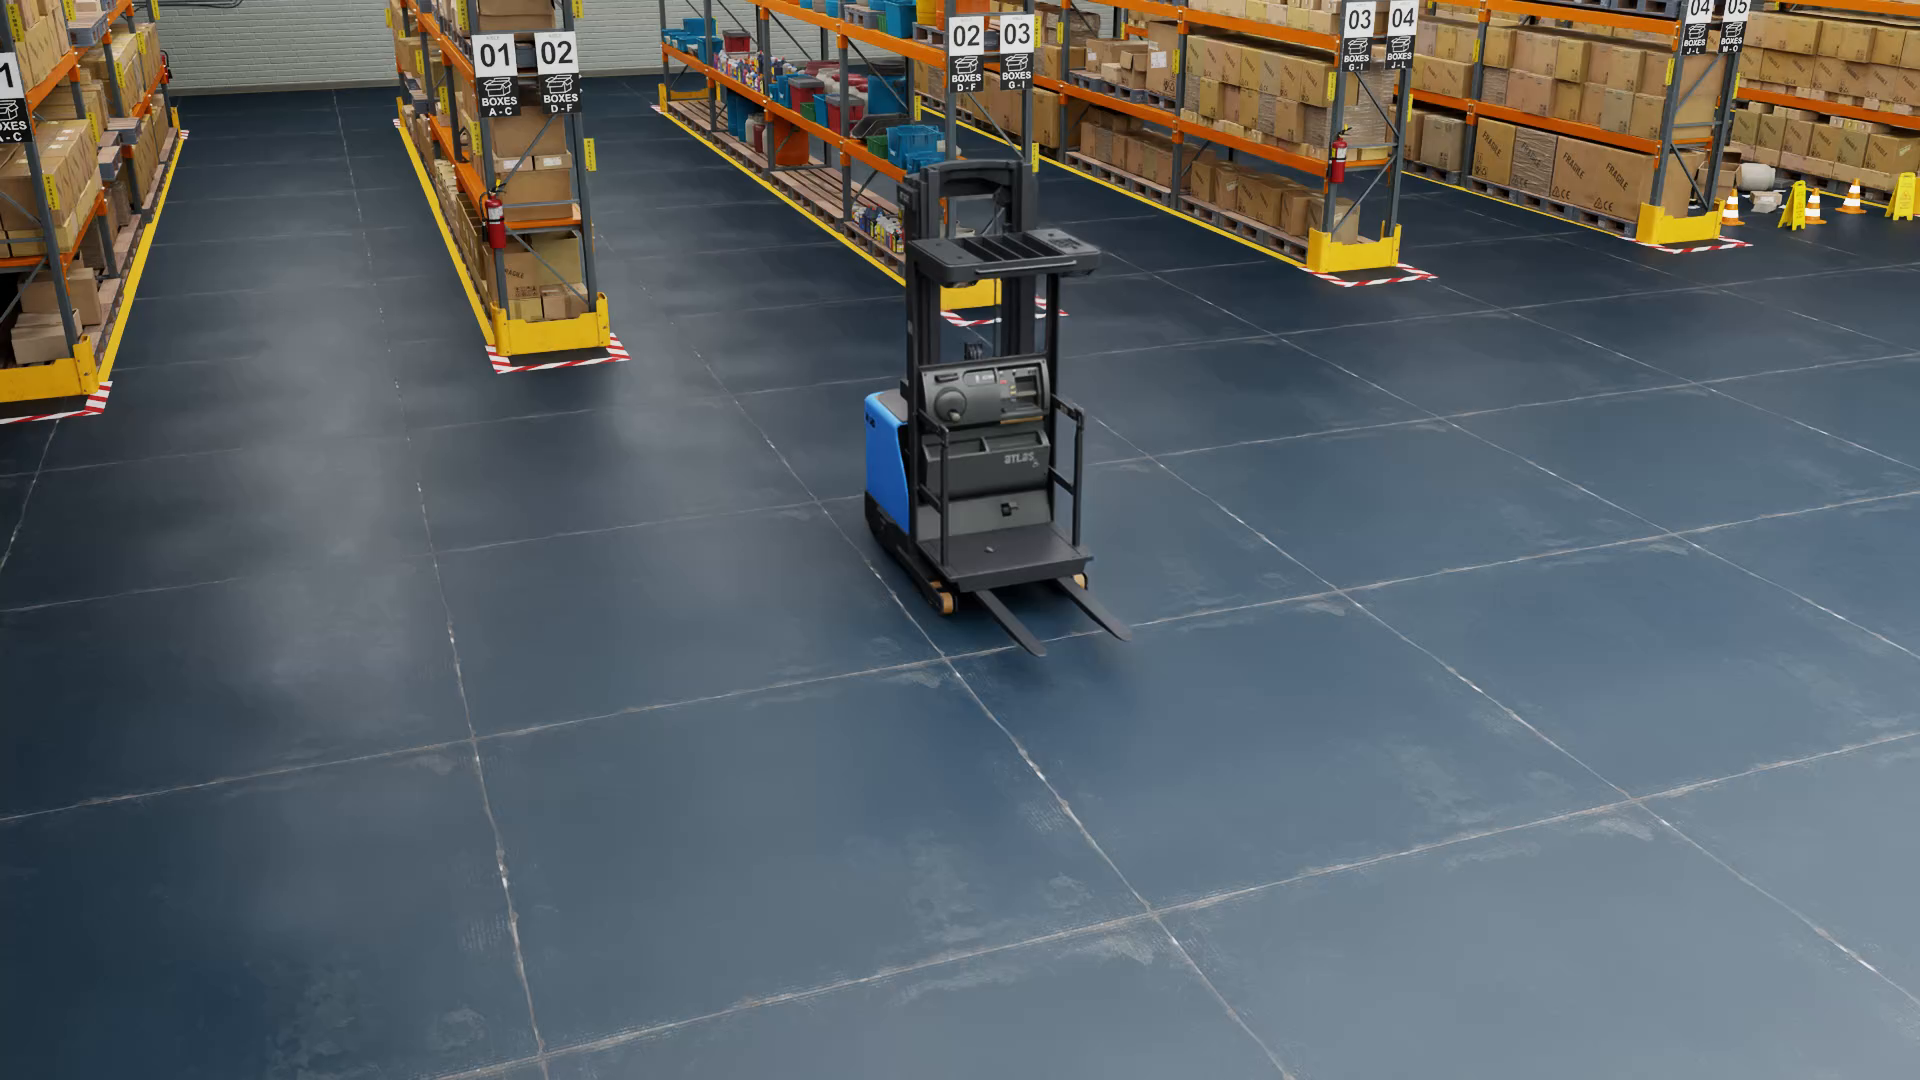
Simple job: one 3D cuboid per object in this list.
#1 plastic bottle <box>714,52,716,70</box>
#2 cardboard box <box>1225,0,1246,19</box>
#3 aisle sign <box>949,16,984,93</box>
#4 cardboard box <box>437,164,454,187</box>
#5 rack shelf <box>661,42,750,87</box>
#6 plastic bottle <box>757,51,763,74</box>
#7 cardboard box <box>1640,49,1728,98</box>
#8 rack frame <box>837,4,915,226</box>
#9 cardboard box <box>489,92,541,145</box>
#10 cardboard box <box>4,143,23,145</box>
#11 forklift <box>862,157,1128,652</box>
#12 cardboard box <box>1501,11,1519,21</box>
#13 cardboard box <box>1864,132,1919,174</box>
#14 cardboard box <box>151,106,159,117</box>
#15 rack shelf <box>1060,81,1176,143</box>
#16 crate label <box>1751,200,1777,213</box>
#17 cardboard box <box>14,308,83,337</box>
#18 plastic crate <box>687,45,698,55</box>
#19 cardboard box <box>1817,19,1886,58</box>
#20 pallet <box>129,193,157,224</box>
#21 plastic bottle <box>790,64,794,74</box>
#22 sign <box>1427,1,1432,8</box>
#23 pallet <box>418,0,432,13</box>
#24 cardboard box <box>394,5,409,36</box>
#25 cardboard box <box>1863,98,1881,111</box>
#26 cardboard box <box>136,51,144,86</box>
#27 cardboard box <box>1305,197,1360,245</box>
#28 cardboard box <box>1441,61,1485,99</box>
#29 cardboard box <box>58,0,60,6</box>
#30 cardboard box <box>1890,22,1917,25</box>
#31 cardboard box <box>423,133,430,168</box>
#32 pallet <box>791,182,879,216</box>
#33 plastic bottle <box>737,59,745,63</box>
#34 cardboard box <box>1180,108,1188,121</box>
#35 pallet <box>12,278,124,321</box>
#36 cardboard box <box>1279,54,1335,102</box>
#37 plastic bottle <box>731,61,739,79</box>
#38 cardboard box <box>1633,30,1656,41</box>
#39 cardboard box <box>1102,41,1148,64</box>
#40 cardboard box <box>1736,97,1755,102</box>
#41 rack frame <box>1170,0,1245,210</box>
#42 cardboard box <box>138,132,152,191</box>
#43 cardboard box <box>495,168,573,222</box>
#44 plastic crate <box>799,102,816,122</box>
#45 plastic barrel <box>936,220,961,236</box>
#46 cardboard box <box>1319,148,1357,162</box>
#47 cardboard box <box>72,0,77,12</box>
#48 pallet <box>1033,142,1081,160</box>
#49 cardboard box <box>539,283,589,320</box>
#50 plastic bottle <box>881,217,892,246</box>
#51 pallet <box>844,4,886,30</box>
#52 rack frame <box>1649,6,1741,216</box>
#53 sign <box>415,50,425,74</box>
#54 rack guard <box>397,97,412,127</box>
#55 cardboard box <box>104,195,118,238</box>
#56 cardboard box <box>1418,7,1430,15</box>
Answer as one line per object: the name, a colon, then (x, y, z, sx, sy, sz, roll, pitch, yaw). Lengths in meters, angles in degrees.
plastic bottle: (-4.186, -8.230, 28.564, 0.061, 0.283, 0.133, -8, 24, -19)
cardboard box: (3.820, -6.989, 21.801, 0.500, 0.250, 0.500, -9, 25, -21)
aisle sign: (0.070, -5.246, 17.988, 0.394, 0.787, 0.004, -8, 24, -19)
cardboard box: (-7.035, -5.108, 23.285, 0.500, 0.311, 0.500, -9, 24, -20)
rack shelf: (-4.623, -8.871, 30.860, 1.077, 0.370, 4.000, -8, 24, -19)
plastic bottle: (-3.355, -8.077, 28.114, 0.144, 0.351, 0.185, -8, 24, -19)
cardboard box: (9.537, -6.145, 21.885, 0.875, 0.550, 0.550, -8, 24, -19)
rack frame: (-1.090, -5.569, 22.100, 1.000, 3.000, 0.127, -8, 24, -19)
cardboard box: (-4.675, -4.462, 17.675, 0.700, 0.500, 0.500, -9, 24, -20)
cardboard box: (-10.038, -3.925, 17.403, 0.500, 0.500, 0.500, -8, 24, -18)
forklift: (0.233, -1.037, 11.436, 1.130, 2.935, 3.031, -8, 24, -19)
cardboard box: (10.616, -10.087, 31.403, 0.500, 0.500, 0.500, -8, 24, -19)
cardboard box: (13.701, -5.682, 24.402, 0.500, 0.500, 0.500, -8, 24, -19)
cardboard box: (-13.488, -7.082, 27.532, 0.380, 0.149, 0.250, -9, 24, -20)
rack shelf: (2.837, -6.643, 25.576, 1.077, 0.370, 4.000, -8, 24, -19)
crate label: (11.615, -4.816, 24.000, 0.298, 0.136, 0.250, 18, 29, 36)
cardboard box: (-9.307, -2.190, 16.980, 0.500, 0.311, 0.500, -6, 24, -15)
plastic crate: (-4.813, -8.973, 30.439, 0.293, 0.136, 0.466, -8, 24, -19)
cardboard box: (13.348, -7.510, 24.908, 0.700, 0.500, 0.500, -9, 24, -19)
pallet: (-11.980, -4.675, 23.569, 1.003, 0.211, 1.213, -8, 24, -19)
plastic bottle: (-2.719, -7.596, 27.060, 0.061, 0.283, 0.133, -8, 24, -19)
sign: (9.470, -10.873, 33.469, 0.100, 0.325, 0.005, -8, 24, -19)
pallet: (-6.815, -7.405, 22.837, 1.213, 0.211, 1.003, -7, 24, -17)
cardboard box: (-9.510, -9.004, 28.835, 0.500, 0.500, 0.500, -9, 24, -19)
cardboard box: (13.512, -6.408, 24.414, 0.380, 0.149, 0.250, -8, 24, -18)
cardboard box: (-12.786, -7.175, 25.374, 0.500, 0.500, 0.500, -9, 24, -20)
cardboard box: (4.752, -4.066, 21.212, 0.500, 0.500, 0.500, -4, 23, -9)
cardboard box: (7.785, -7.091, 25.583, 0.500, 0.500, 0.500, -8, 24, -19)
cardboard box: (-9.928, -5.963, 17.731, 0.500, 0.500, 0.500, -11, 25, -24)
cardboard box: (16.732, -9.097, 29.509, 0.380, 0.149, 0.250, -9, 24, -20)
cardboard box: (-8.062, -6.080, 25.965, 0.500, 0.500, 0.500, -9, 25, -21)
pallet: (-1.839, -5.008, 24.359, 1.003, 0.211, 1.213, -8, 24, -19)
plastic bottle: (-3.640, -7.882, 27.749, 0.152, 0.276, 0.135, -8, 24, -19)
cardboard box: (3.338, -6.013, 23.478, 0.380, 0.149, 0.250, -8, 24, -19)
pallet: (-10.088, -2.685, 18.849, 1.003, 0.211, 1.213, -8, 24, -19)
cardboard box: (4.349, -5.785, 20.815, 0.500, 0.500, 0.500, -8, 24, -19)
plastic bottle: (-3.700, -7.777, 27.499, 0.152, 0.276, 0.135, -8, 24, -19)
cardboard box: (11.898, -8.679, 28.428, 0.500, 0.500, 0.500, -9, 25, -21)
cardboard box: (2.649, -7.561, 26.158, 0.700, 0.500, 0.500, -5, 23, -11)
cardboard box: (15.693, -8.909, 32.704, 0.500, 0.500, 0.500, -8, 24, -17)
rack frame: (3.543, -6.248, 23.712, 1.000, 3.000, 0.127, -8, 24, -19)
cardboard box: (-12.212, -5.470, 24.093, 0.750, 0.750, 0.750, -8, 24, -19)
cardboard box: (-4.465, -3.654, 17.429, 0.700, 0.500, 0.500, -8, 24, -19)
plastic crate: (-1.970, -6.065, 23.550, 0.450, 0.188, 0.662, -8, 24, -19)
plastic barrel: (-0.158, -3.573, 20.028, 0.421, 0.512, 0.421, 0, 23, 0)
cardboard box: (4.663, -4.754, 20.491, 0.380, 0.149, 0.250, -8, 24, -19)
cardboard box: (-11.400, -6.618, 20.569, 0.797, 0.503, 0.637, -5, 23, -12)
pallet: (1.922, -6.713, 28.406, 1.003, 0.211, 1.213, -8, 24, -19)
cardboard box: (-4.294, -2.589, 18.029, 0.500, 0.250, 0.500, -8, 24, -19)
plastic bottle: (-0.911, -3.910, 21.008, 0.144, 0.351, 0.185, -7, 24, -17)
pallet: (-0.744, -6.615, 20.964, 1.213, 0.211, 1.003, -8, 24, -19)
rack frame: (9.632, -5.439, 21.791, 1.000, 3.000, 0.127, -8, 24, -19)
sign: (-7.643, -6.763, 23.545, 0.100, 0.325, 0.005, -8, 24, -19)
rack guard: (-9.938, -8.071, 31.256, 1.175, 0.500, 0.348, -8, 24, -19)
cardboard box: (-11.193, -4.079, 21.218, 0.700, 0.500, 0.500, -8, 24, -19)
cardboard box: (9.585, -10.694, 34.132, 0.500, 0.500, 0.500, -8, 24, -19)
